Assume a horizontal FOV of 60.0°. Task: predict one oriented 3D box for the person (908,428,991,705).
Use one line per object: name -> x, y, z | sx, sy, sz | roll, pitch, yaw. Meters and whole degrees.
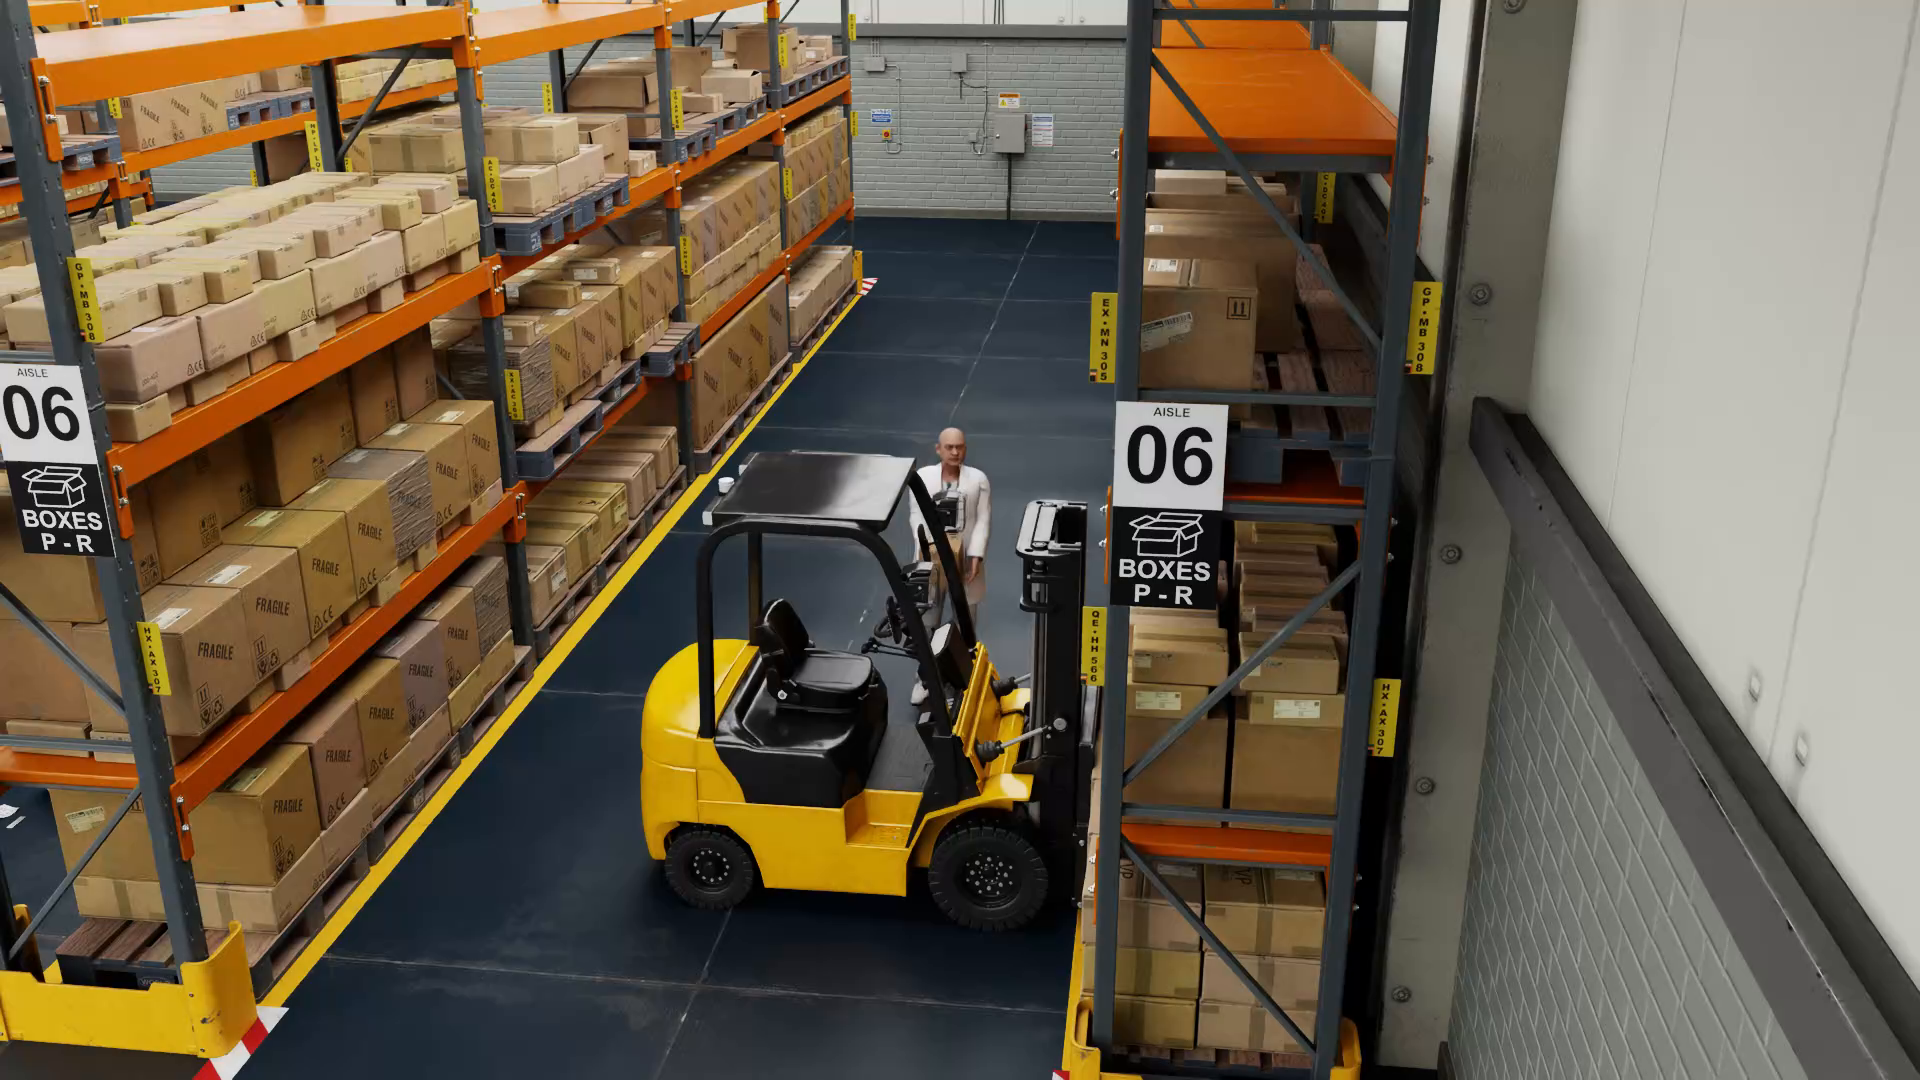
person -> -0.063, 0.192, 10.594 | 0.543, 1.779, 0.550 | -2, 21, -5
